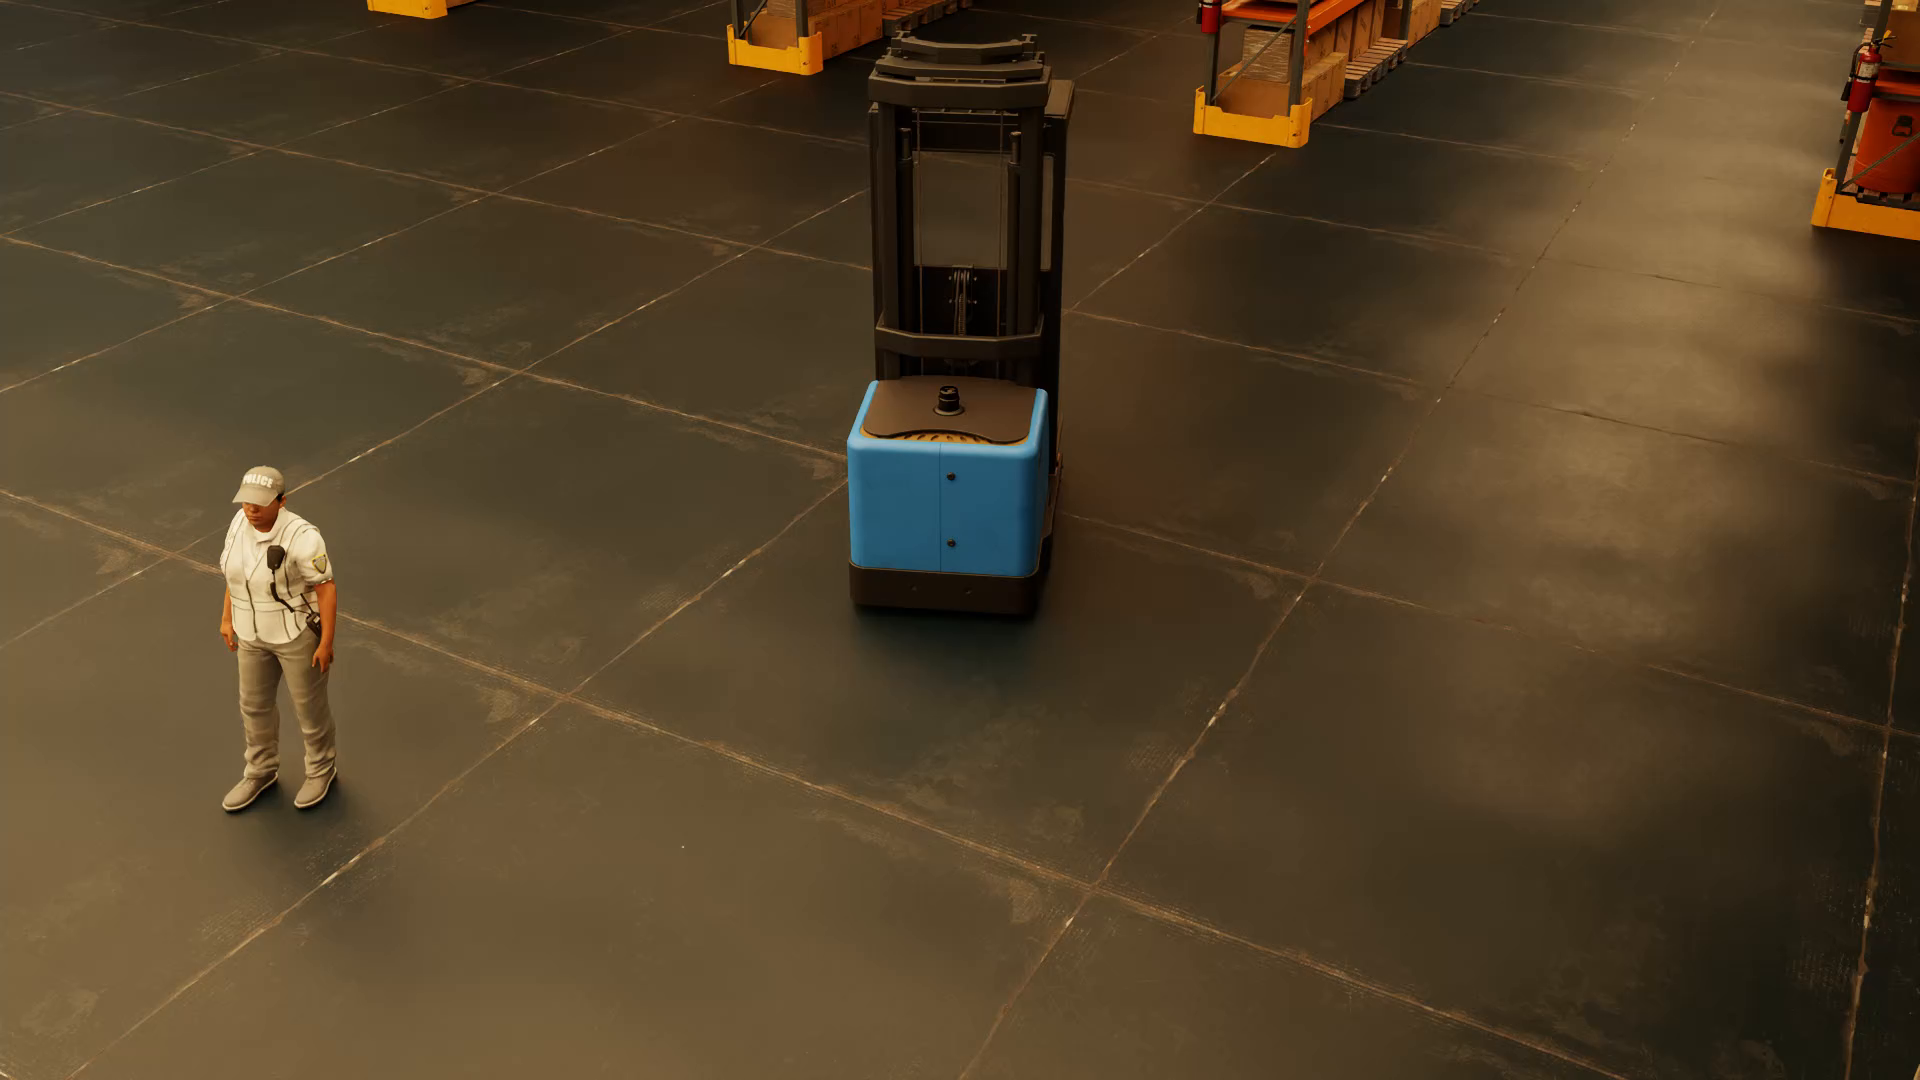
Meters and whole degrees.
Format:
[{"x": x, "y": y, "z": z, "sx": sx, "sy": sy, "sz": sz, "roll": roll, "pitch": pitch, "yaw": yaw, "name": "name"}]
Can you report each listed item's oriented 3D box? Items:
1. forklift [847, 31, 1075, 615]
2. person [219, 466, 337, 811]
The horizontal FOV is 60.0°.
[{"x": 0.072, "y": -1.572, "z": 9.794, "sx": 1.130, "sy": 2.935, "sz": 3.031, "roll": 3, "pitch": 30, "yaw": 6, "name": "forklift"}, {"x": -3.122, "y": 0.459, "z": 7.525, "sx": 0.598, "sy": 1.670, "sz": 0.529, "roll": 8, "pitch": 31, "yaw": 14, "name": "person"}]
